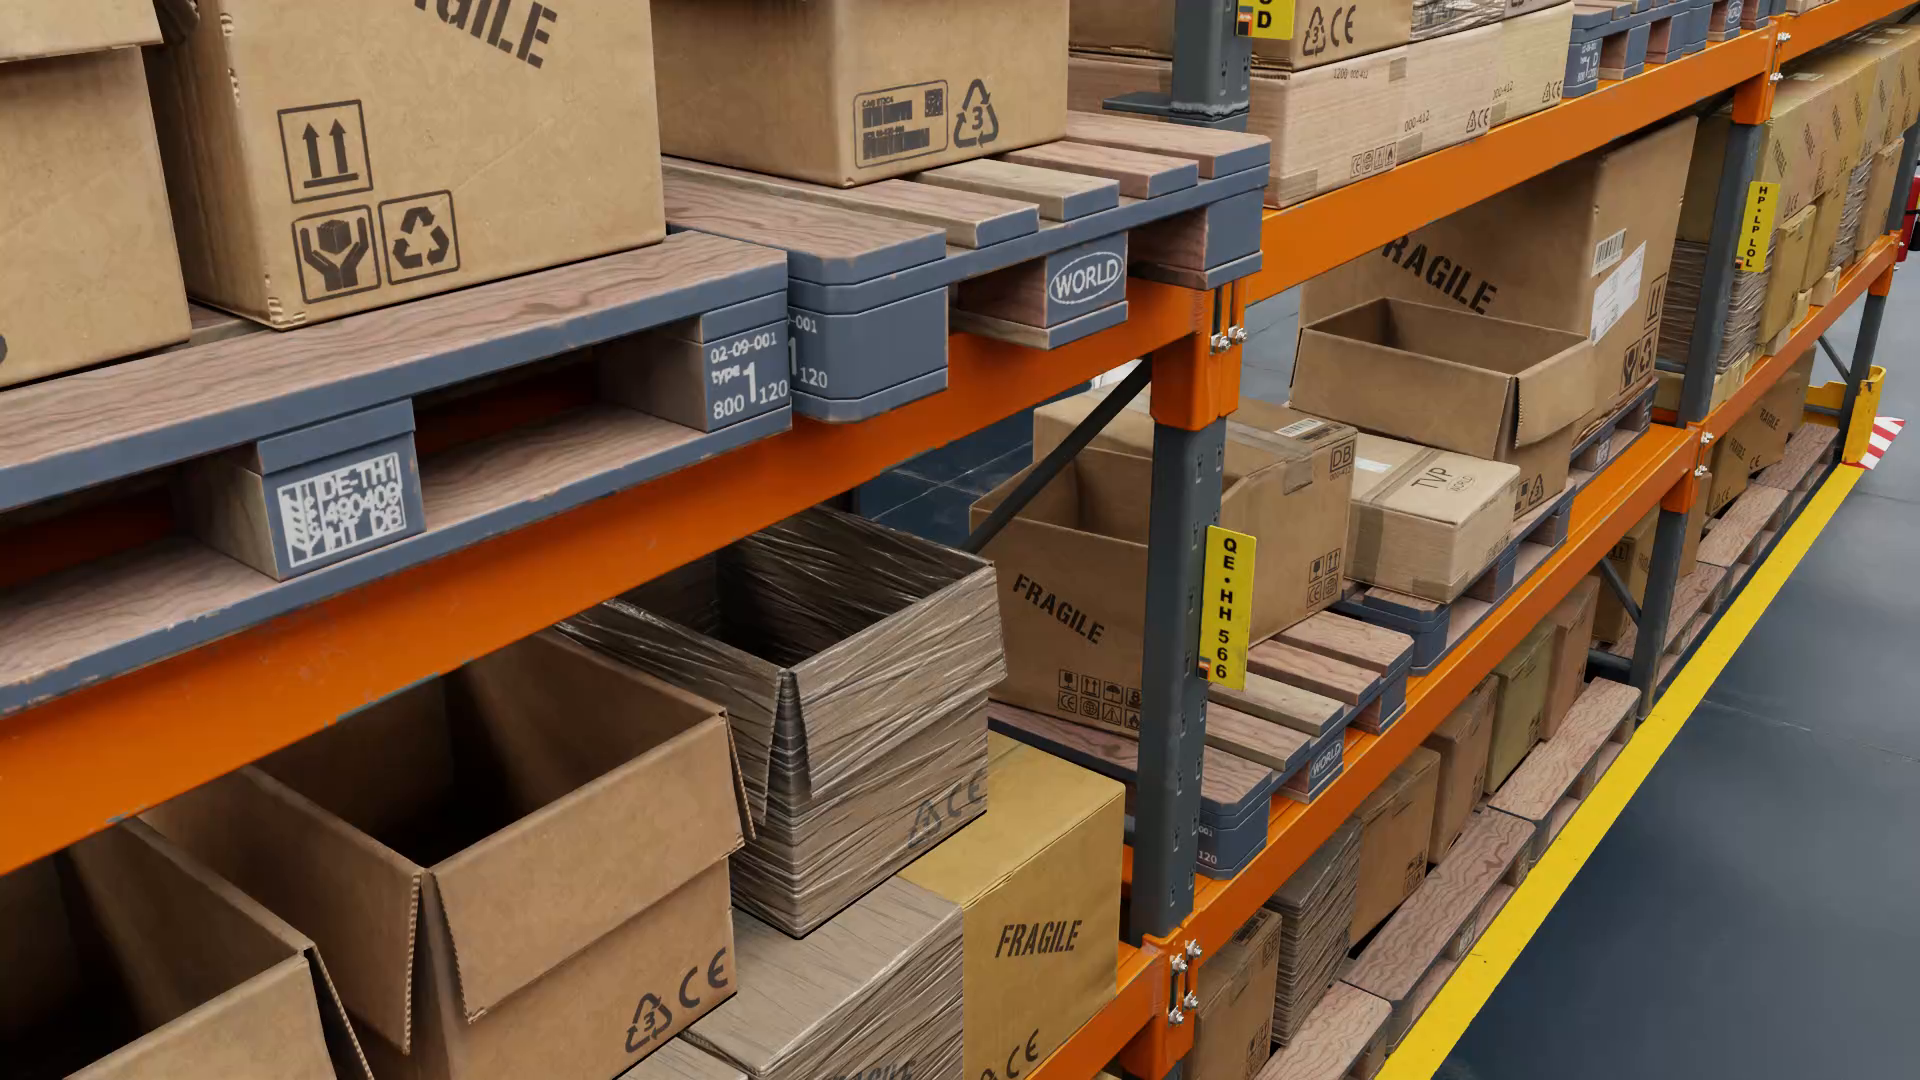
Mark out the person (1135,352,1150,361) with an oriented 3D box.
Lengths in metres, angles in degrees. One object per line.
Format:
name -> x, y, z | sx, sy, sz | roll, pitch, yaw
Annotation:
person -> 0.758, -0.155, 6.954 | 0.505, 1.657, 0.323 | 17, 29, 34
